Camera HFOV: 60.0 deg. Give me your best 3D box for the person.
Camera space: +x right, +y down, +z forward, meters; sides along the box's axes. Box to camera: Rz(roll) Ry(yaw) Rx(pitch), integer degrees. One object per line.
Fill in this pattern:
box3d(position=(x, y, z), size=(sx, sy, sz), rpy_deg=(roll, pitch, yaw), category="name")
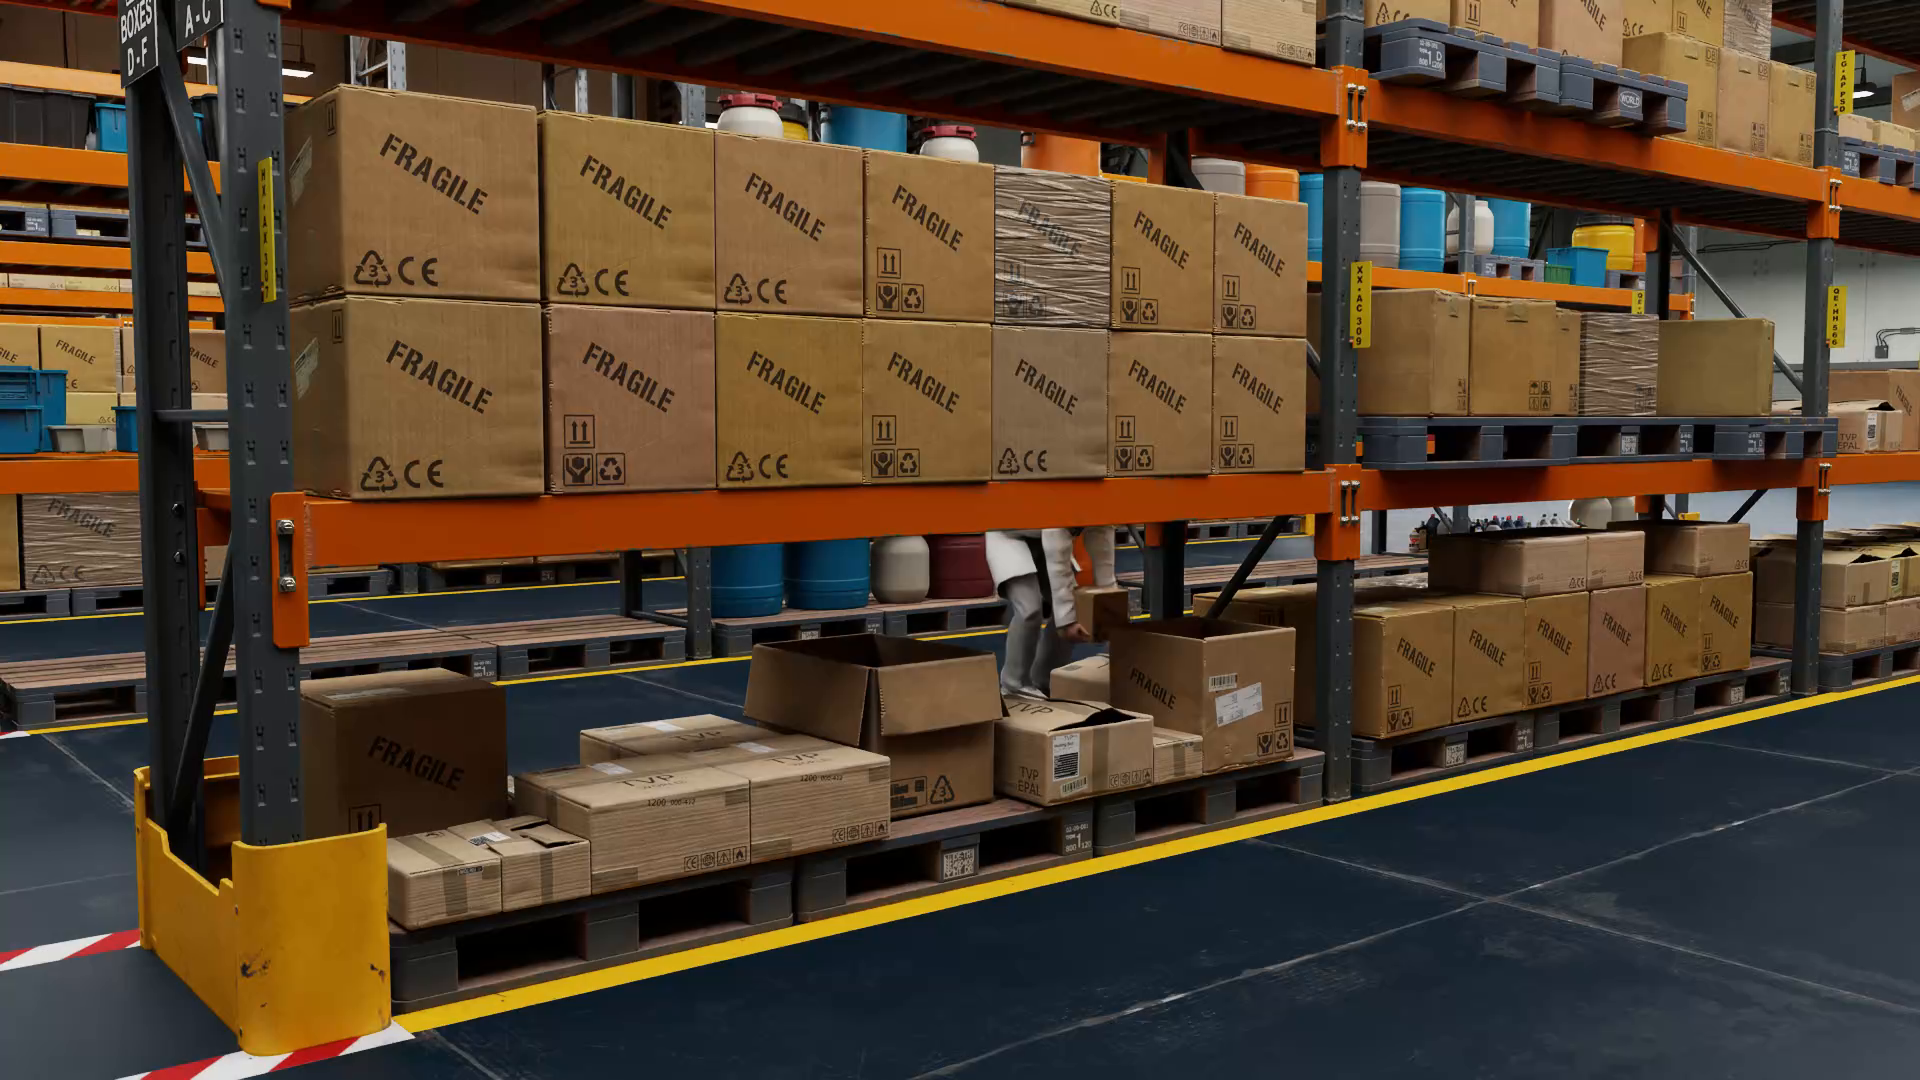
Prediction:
box3d(position=(0.520, 0.255, 8.693), size=(0.572, 1.233, 0.922), rpy_deg=(-4, 6, -41), category="person")
